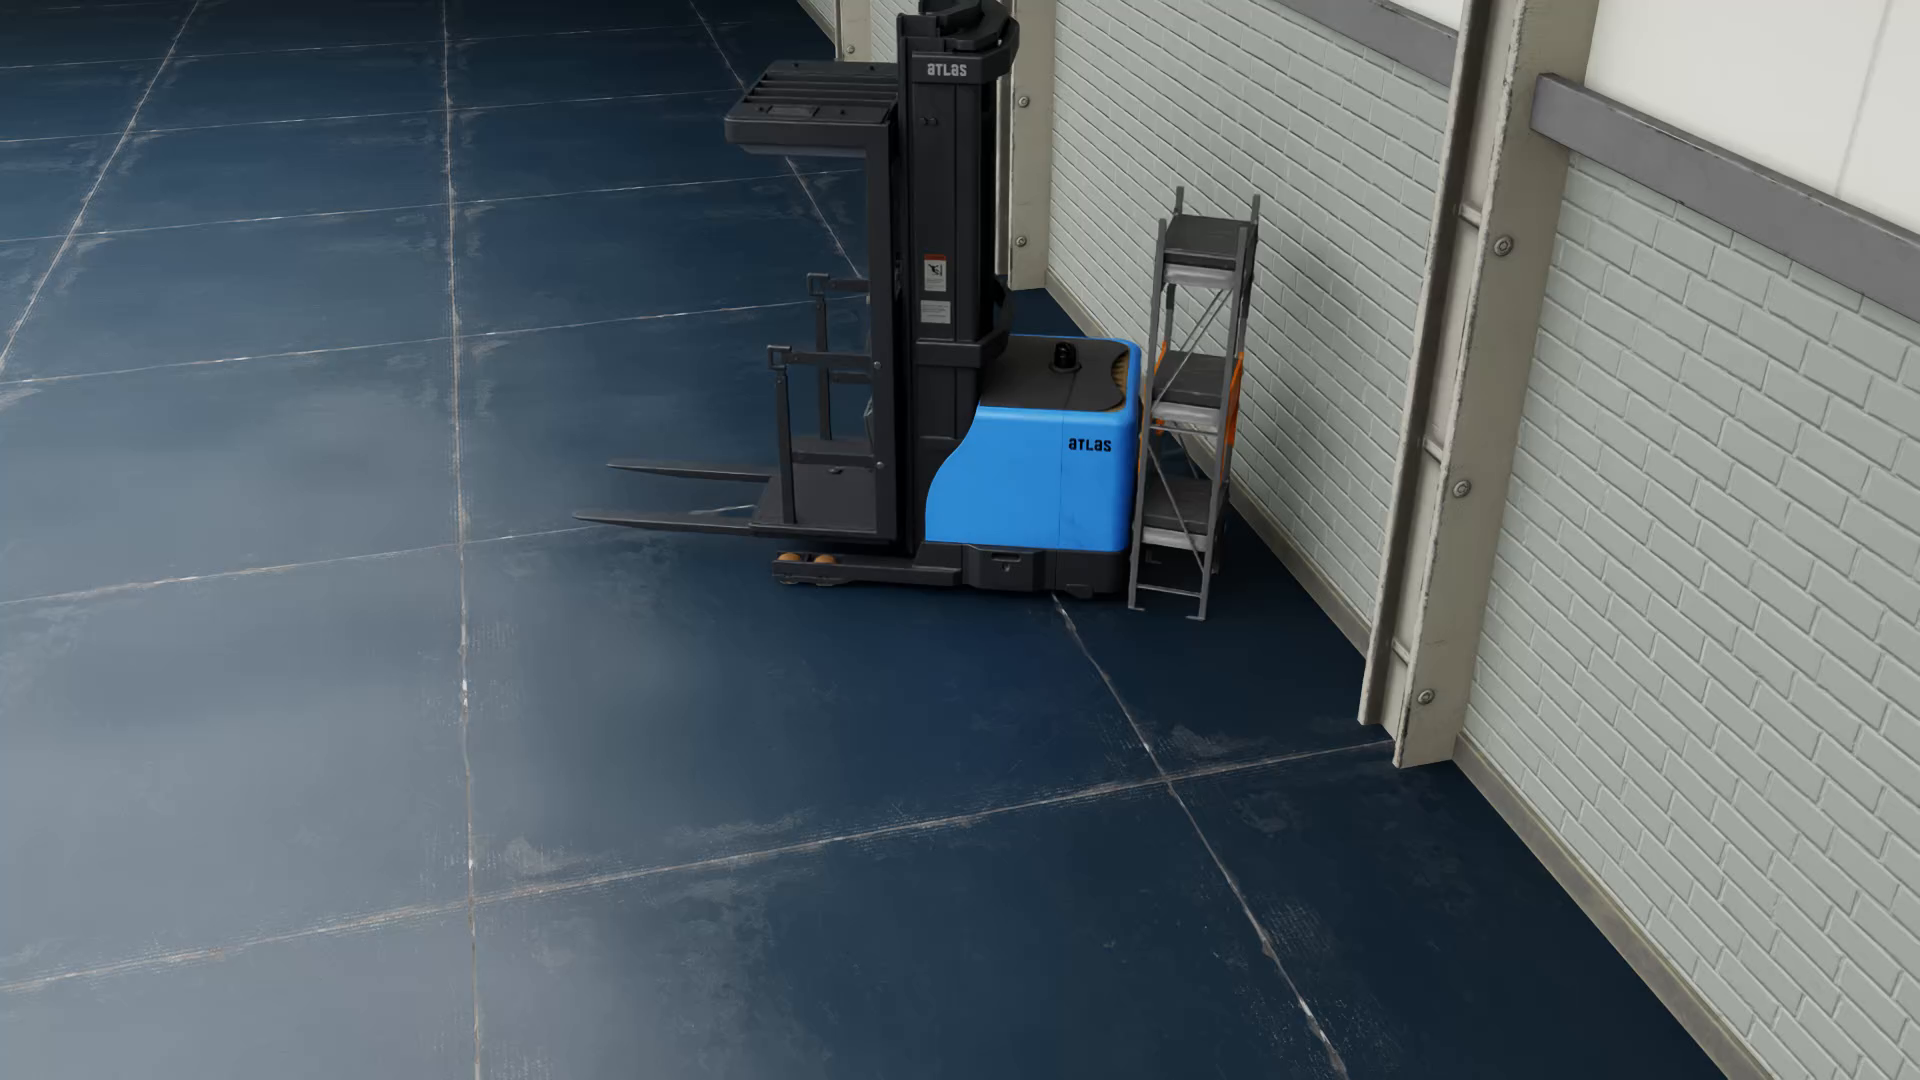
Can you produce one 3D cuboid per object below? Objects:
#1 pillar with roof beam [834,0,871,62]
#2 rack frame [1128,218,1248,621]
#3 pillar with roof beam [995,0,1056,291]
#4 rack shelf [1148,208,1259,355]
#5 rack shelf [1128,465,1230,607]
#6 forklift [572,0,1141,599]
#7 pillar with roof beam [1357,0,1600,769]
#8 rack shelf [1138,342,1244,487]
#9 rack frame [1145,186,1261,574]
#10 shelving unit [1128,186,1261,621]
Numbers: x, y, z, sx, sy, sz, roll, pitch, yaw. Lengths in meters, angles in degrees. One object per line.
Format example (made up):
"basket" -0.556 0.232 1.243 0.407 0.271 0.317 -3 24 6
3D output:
"pillar with roof beam" -5.272 -8.206 14.444 9.100 9.000 0.400 -8 31 -13
"rack frame" 1.082 -0.525 8.049 0.400 2.100 0.015 9 31 13
"pillar with roof beam" -3.680 -5.308 9.437 9.100 9.000 0.400 -8 31 -13
"rack shelf" 1.161 -1.235 7.908 0.431 0.518 0.480 9 31 13
"rack shelf" 1.136 -0.025 8.611 0.431 0.518 0.480 9 31 13
"forklift" -0.566 -1.277 8.530 3.031 2.935 1.130 4 30 6
"pillar with roof beam" -2.087 -2.410 4.430 9.100 9.000 0.400 -8 31 -13
"rack shelf" 1.148 -0.630 8.260 0.431 0.518 0.480 9 31 13
"rack frame" 1.215 -0.759 8.457 0.400 2.100 0.015 9 31 13
"shelving unit" 1.149 -0.642 8.253 0.431 2.100 0.503 9 31 13
